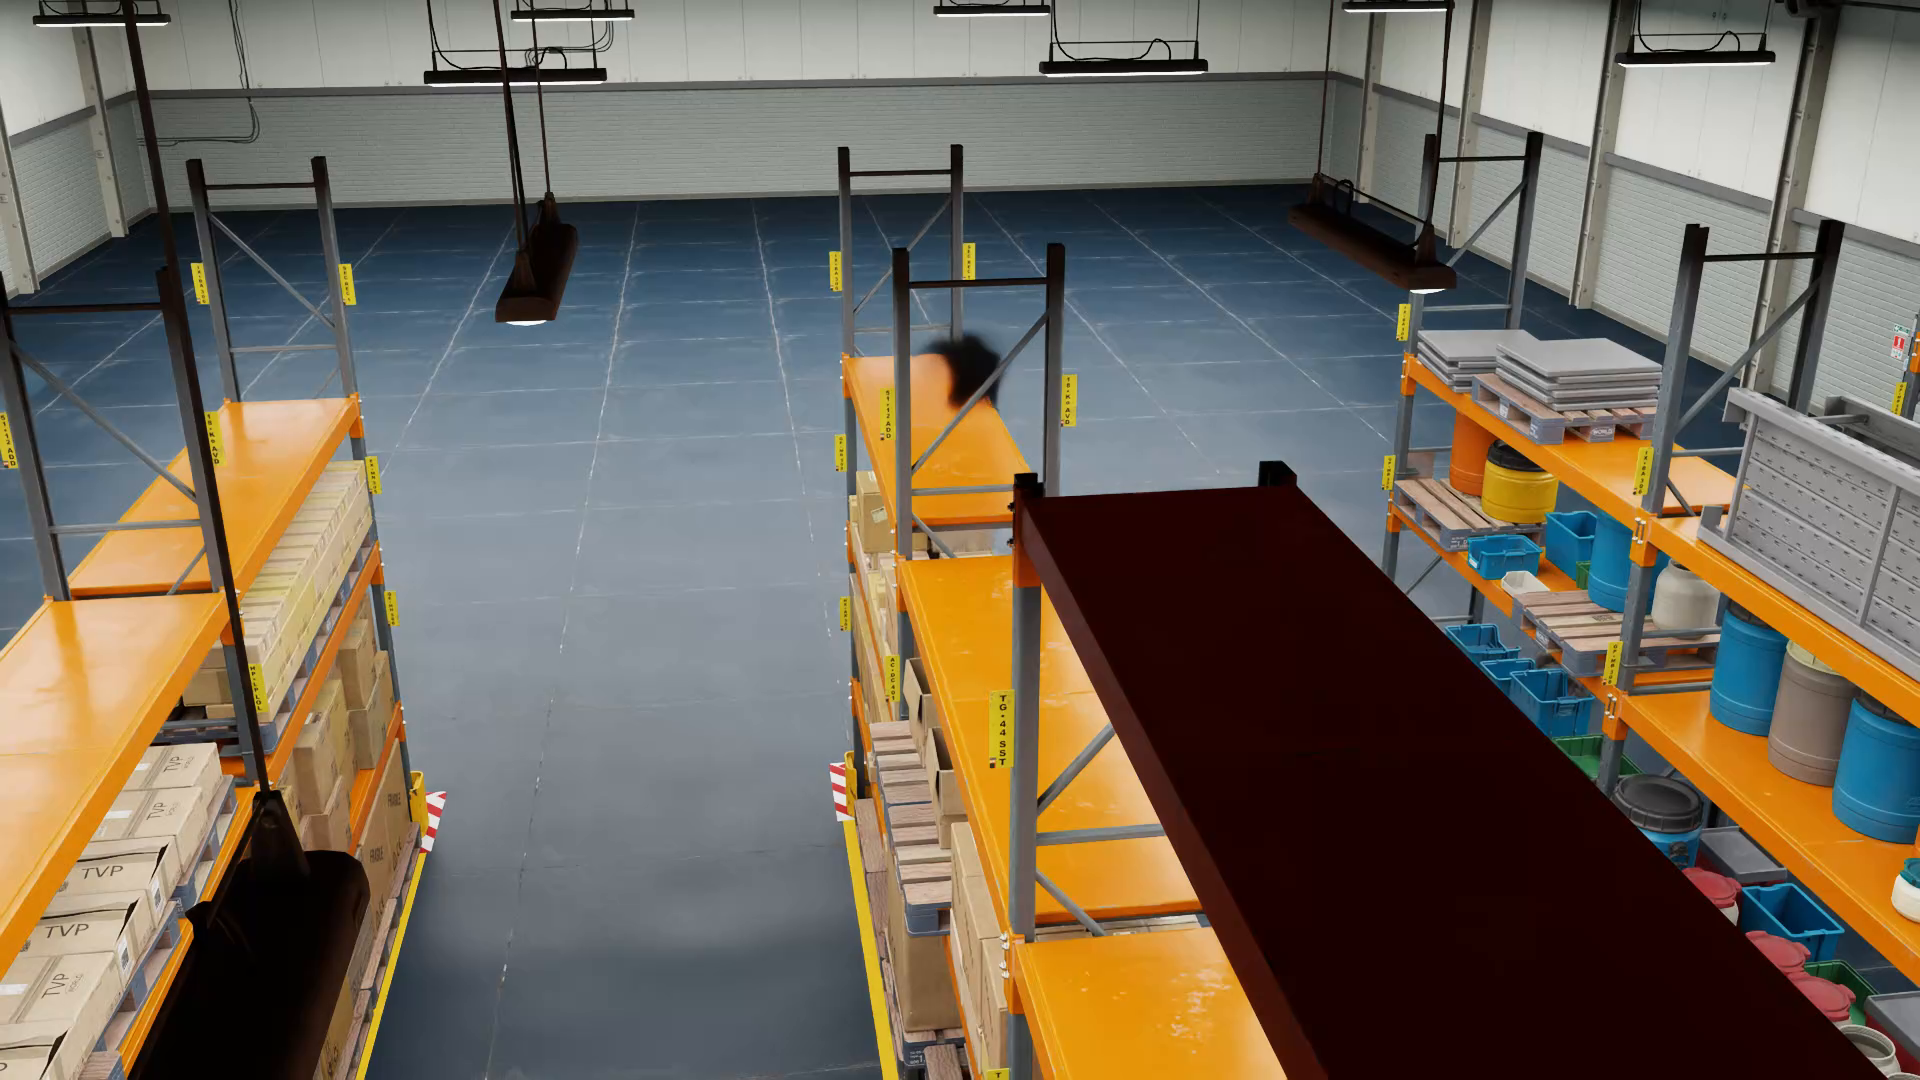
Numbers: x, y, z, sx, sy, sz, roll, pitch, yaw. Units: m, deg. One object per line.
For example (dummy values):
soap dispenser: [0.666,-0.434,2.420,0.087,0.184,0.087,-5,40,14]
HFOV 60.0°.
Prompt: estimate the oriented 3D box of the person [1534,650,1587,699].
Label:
person: [6.096,1.040,17.029,0.827,1.471,0.595,4,22,10]
